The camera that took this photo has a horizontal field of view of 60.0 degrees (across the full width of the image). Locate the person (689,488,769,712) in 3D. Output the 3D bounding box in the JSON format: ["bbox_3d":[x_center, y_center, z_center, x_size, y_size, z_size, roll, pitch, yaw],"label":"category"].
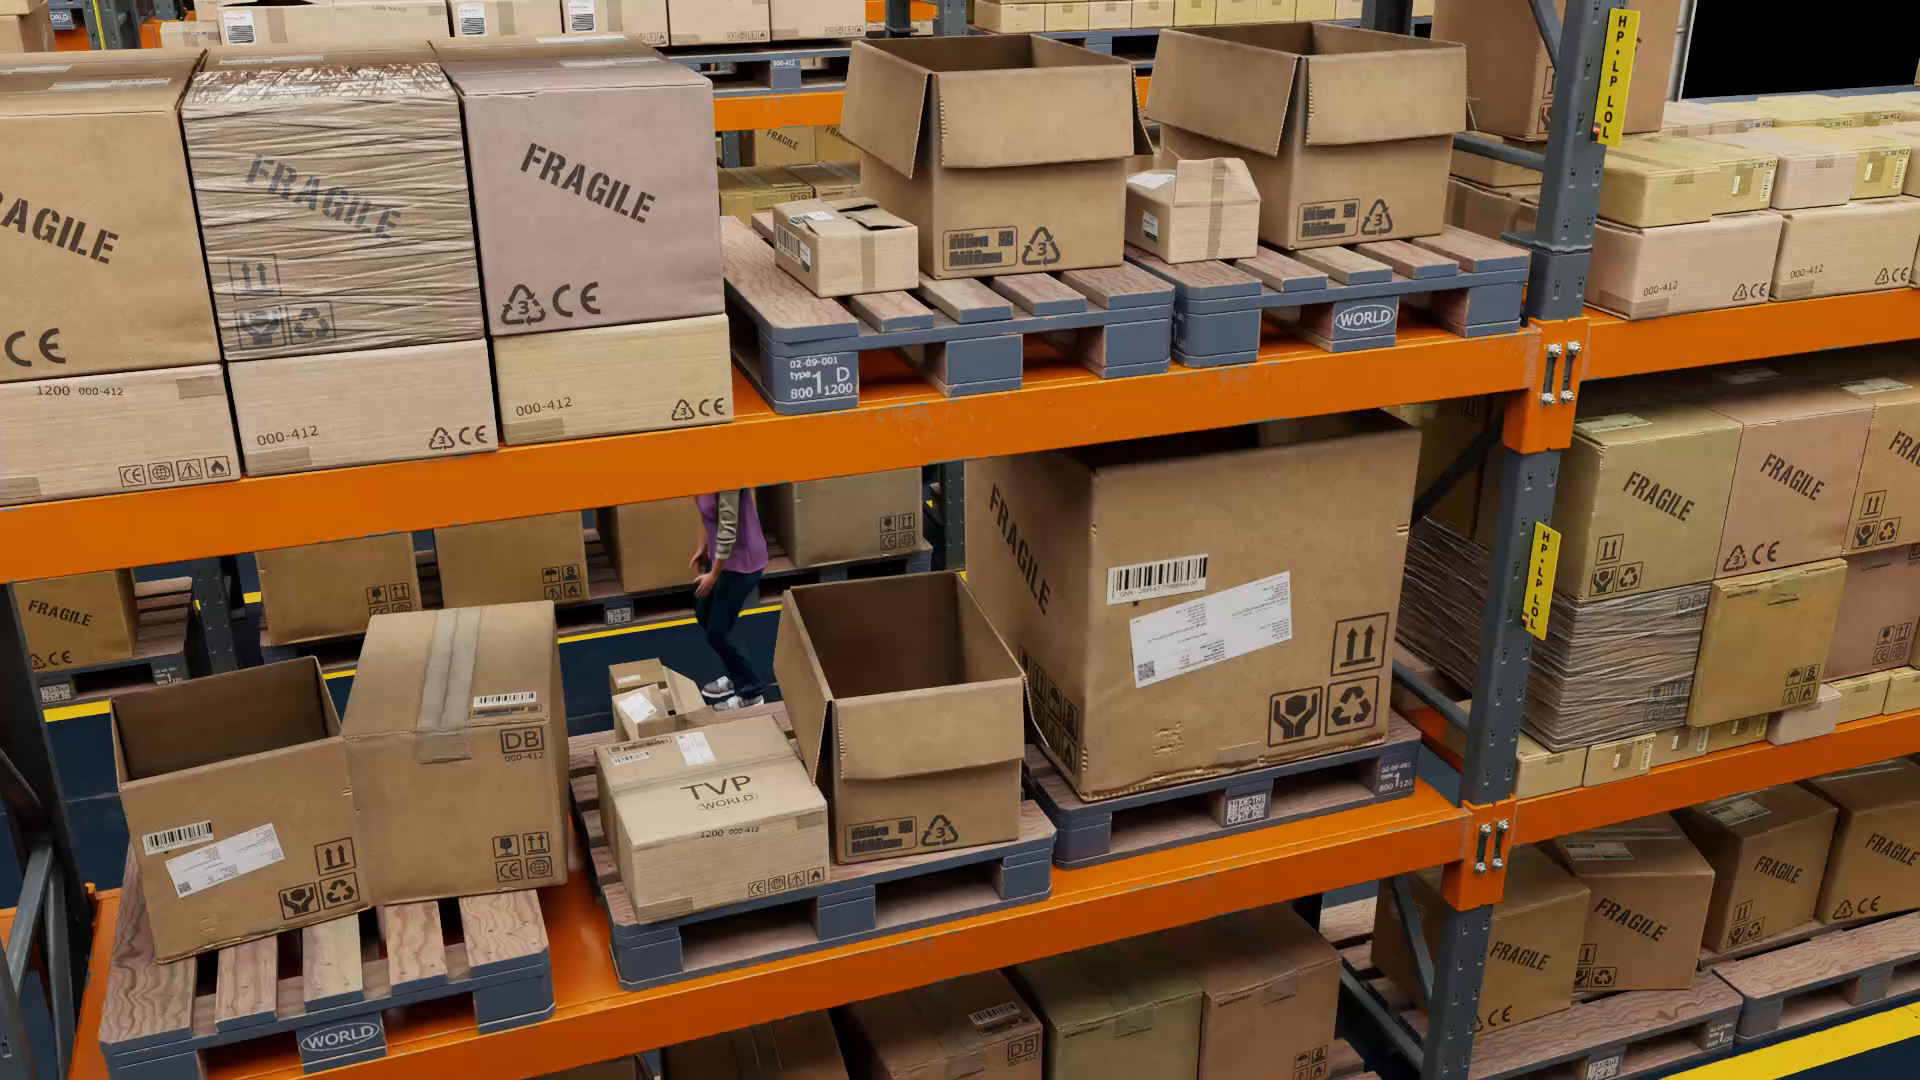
[{"bbox_3d":[-1.135,0.129,8.061,0.417,1.523,0.433,-8,24,-18],"label":"person"}]
